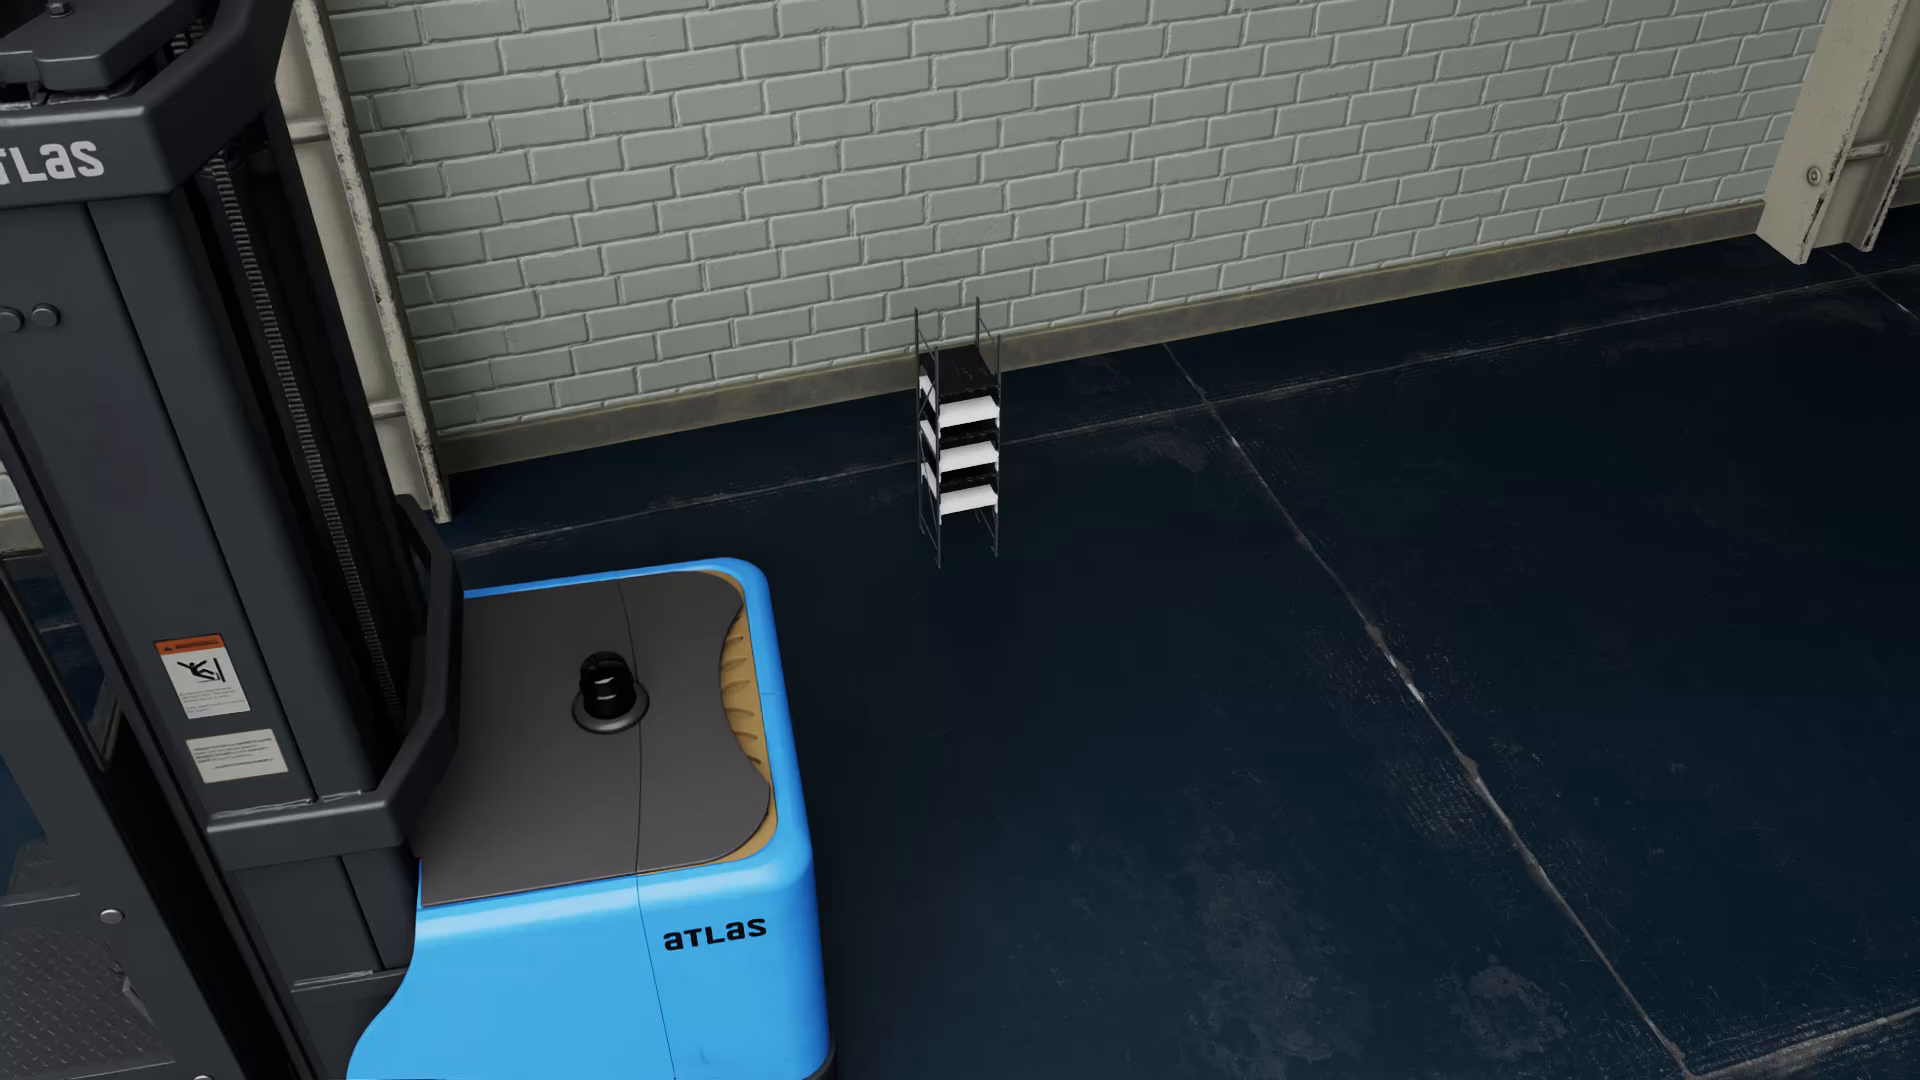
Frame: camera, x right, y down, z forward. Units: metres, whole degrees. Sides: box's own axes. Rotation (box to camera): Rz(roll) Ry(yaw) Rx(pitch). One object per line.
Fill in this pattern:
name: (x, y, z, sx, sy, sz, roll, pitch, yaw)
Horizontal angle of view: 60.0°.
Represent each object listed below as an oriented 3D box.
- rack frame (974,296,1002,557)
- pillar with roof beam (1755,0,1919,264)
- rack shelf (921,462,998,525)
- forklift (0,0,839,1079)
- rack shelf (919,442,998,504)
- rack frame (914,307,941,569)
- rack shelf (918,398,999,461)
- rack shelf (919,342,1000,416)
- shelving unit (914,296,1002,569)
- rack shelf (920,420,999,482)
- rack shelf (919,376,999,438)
rack frame: (0.089, -0.357, 5.475, 0.006, 0.900, 0.240, -12, 42, -13)
pillar with roof beam: (5.004, -1.997, 1.197, 0.400, 9.000, 9.100, -12, 42, -13)
rack shelf: (-0.008, -0.177, 5.592, 0.200, 0.077, 0.258, -12, 42, -13)
forklift: (-1.862, 0.235, 3.253, 3.031, 2.935, 1.130, -7, 42, -8)
rack shelf: (-0.008, -0.244, 5.533, 0.200, 0.077, 0.258, -12, 42, -13)
rack frame: (-0.105, -0.317, 5.429, 0.006, 0.900, 0.240, -12, 42, -13)
rack shelf: (-0.008, -0.380, 5.415, 0.200, 0.077, 0.258, -12, 42, -13)
rack shelf: (-0.008, -0.516, 5.296, 0.200, 0.077, 0.258, -12, 42, -13)
shelving unit: (-0.008, -0.337, 5.452, 0.210, 0.900, 0.258, -12, 42, -13)
rack shelf: (-0.008, -0.312, 5.474, 0.200, 0.077, 0.258, -12, 42, -13)
rack shelf: (-0.008, -0.448, 5.356, 0.200, 0.077, 0.258, -12, 42, -13)
